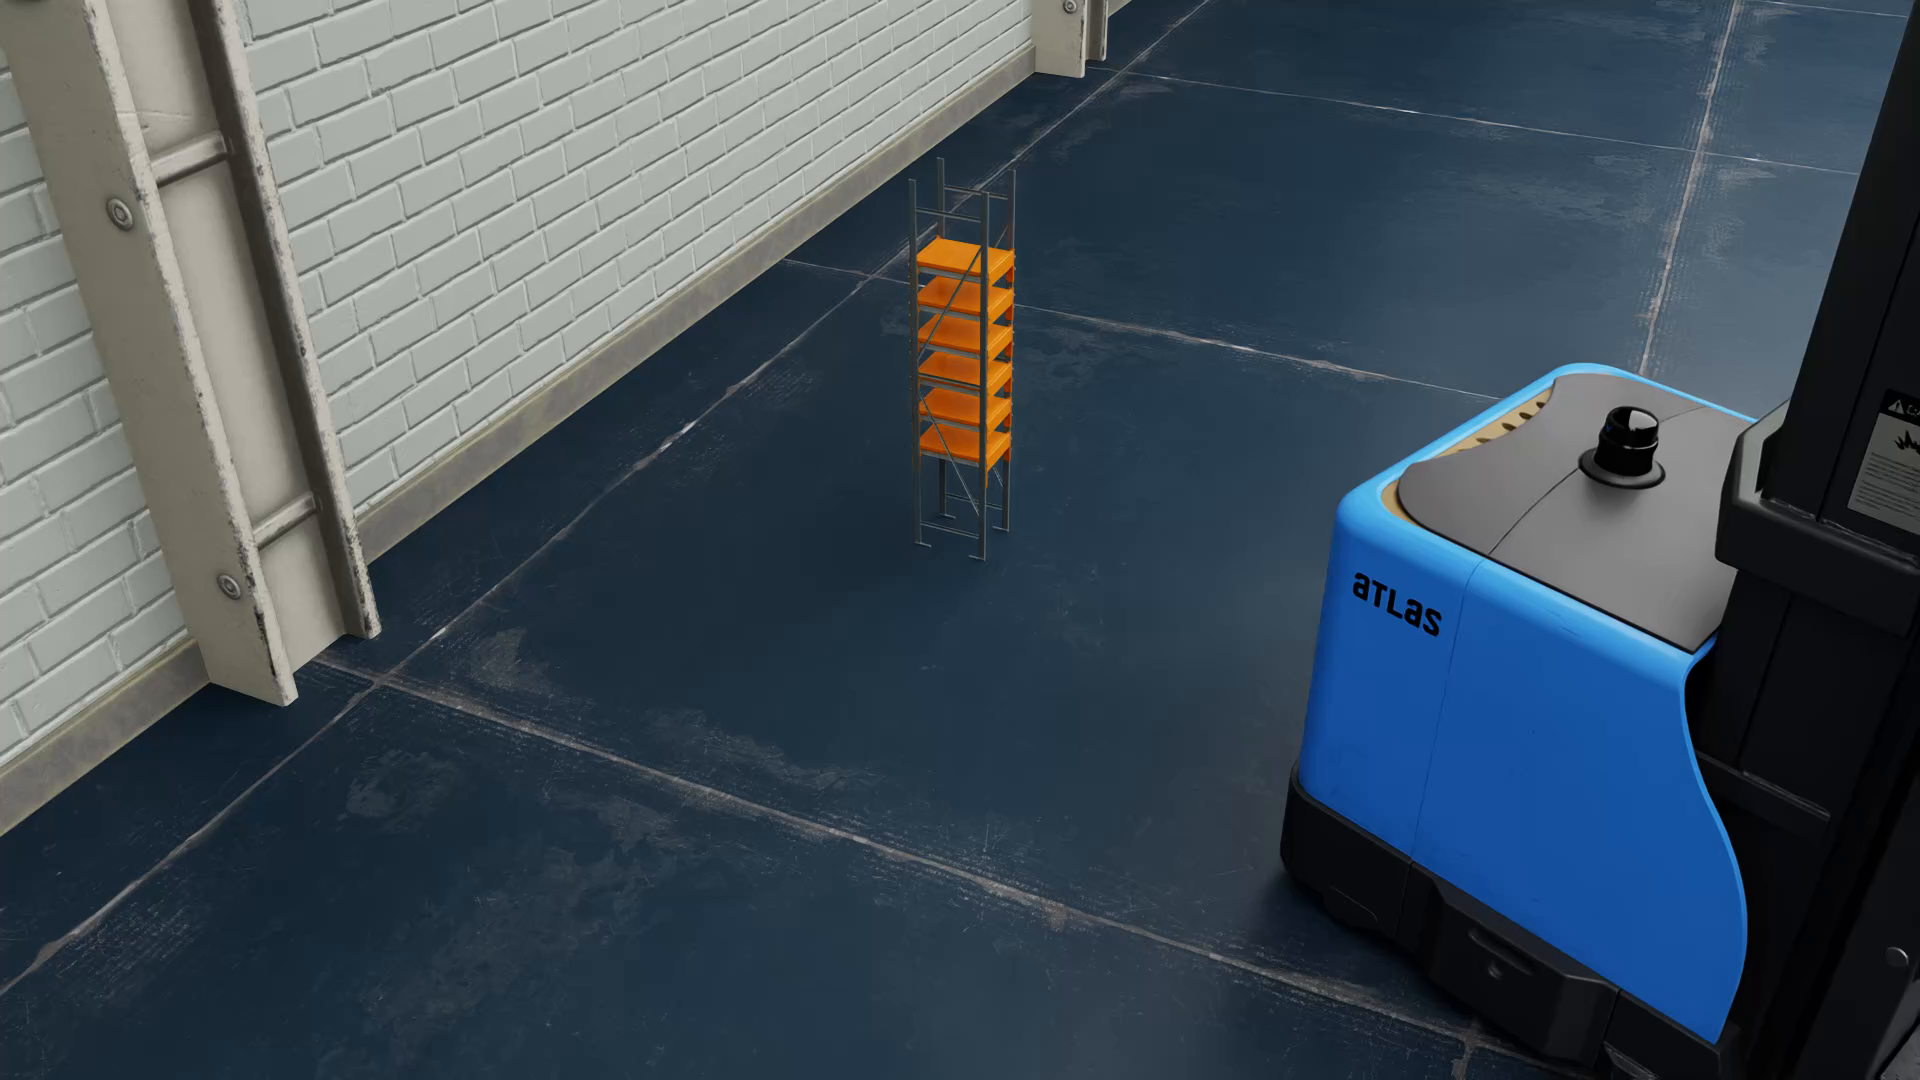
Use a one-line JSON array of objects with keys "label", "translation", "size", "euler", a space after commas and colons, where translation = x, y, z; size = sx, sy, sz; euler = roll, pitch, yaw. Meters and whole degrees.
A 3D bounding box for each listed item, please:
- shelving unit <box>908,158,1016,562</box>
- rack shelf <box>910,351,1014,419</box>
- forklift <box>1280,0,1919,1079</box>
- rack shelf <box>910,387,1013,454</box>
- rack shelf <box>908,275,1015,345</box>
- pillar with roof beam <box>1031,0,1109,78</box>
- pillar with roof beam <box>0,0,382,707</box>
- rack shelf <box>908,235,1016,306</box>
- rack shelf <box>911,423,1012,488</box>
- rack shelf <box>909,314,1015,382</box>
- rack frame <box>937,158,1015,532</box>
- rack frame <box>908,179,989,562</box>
[{"label": "shelving unit", "translation": [0.006, -0.509, 4.932], "size": [0.258, 1.200, 0.189], "euler": [14, 36, 20]}, {"label": "rack shelf", "translation": [0.006, -0.472, 4.956], "size": [0.258, 0.103, 0.180], "euler": [14, 36, 20]}, {"label": "forklift", "translation": [2.135, -0.001, 2.579], "size": [1.130, 2.935, 3.031], "euler": [-27, 42, -35]}, {"label": "rack shelf", "translation": [0.006, -0.371, 5.022], "size": [0.258, 0.103, 0.180], "euler": [14, 36, 20]}, {"label": "rack shelf", "translation": [0.006, -0.673, 4.825], "size": [0.258, 0.103, 0.180], "euler": [14, 36, 20]}, {"label": "pillar with roof beam", "translation": [4.515, -5.440, 5.340], "size": [9.100, 9.000, 0.400], "euler": [14, 36, 20]}, {"label": "pillar with roof beam", "translation": [2.005, -2.452, 0.783], "size": [9.100, 9.000, 0.400], "euler": [14, 36, 20]}, {"label": "rack shelf", "translation": [0.006, -0.773, 4.759], "size": [0.258, 0.103, 0.180], "euler": [14, 36, 20]}, {"label": "rack shelf", "translation": [0.006, -0.271, 5.088], "size": [0.258, 0.103, 0.180], "euler": [14, 36, 20]}, {"label": "rack shelf", "translation": [0.006, -0.572, 4.891], "size": [0.258, 0.103, 0.180], "euler": [14, 36, 20]}, {"label": "rack frame", "translation": [0.044, -0.555, 5.001], "size": [0.240, 1.200, 0.006], "euler": [14, 36, 20]}, {"label": "rack frame", "translation": [-0.032, -0.463, 4.862], "size": [0.240, 1.200, 0.006], "euler": [14, 36, 20]}]
